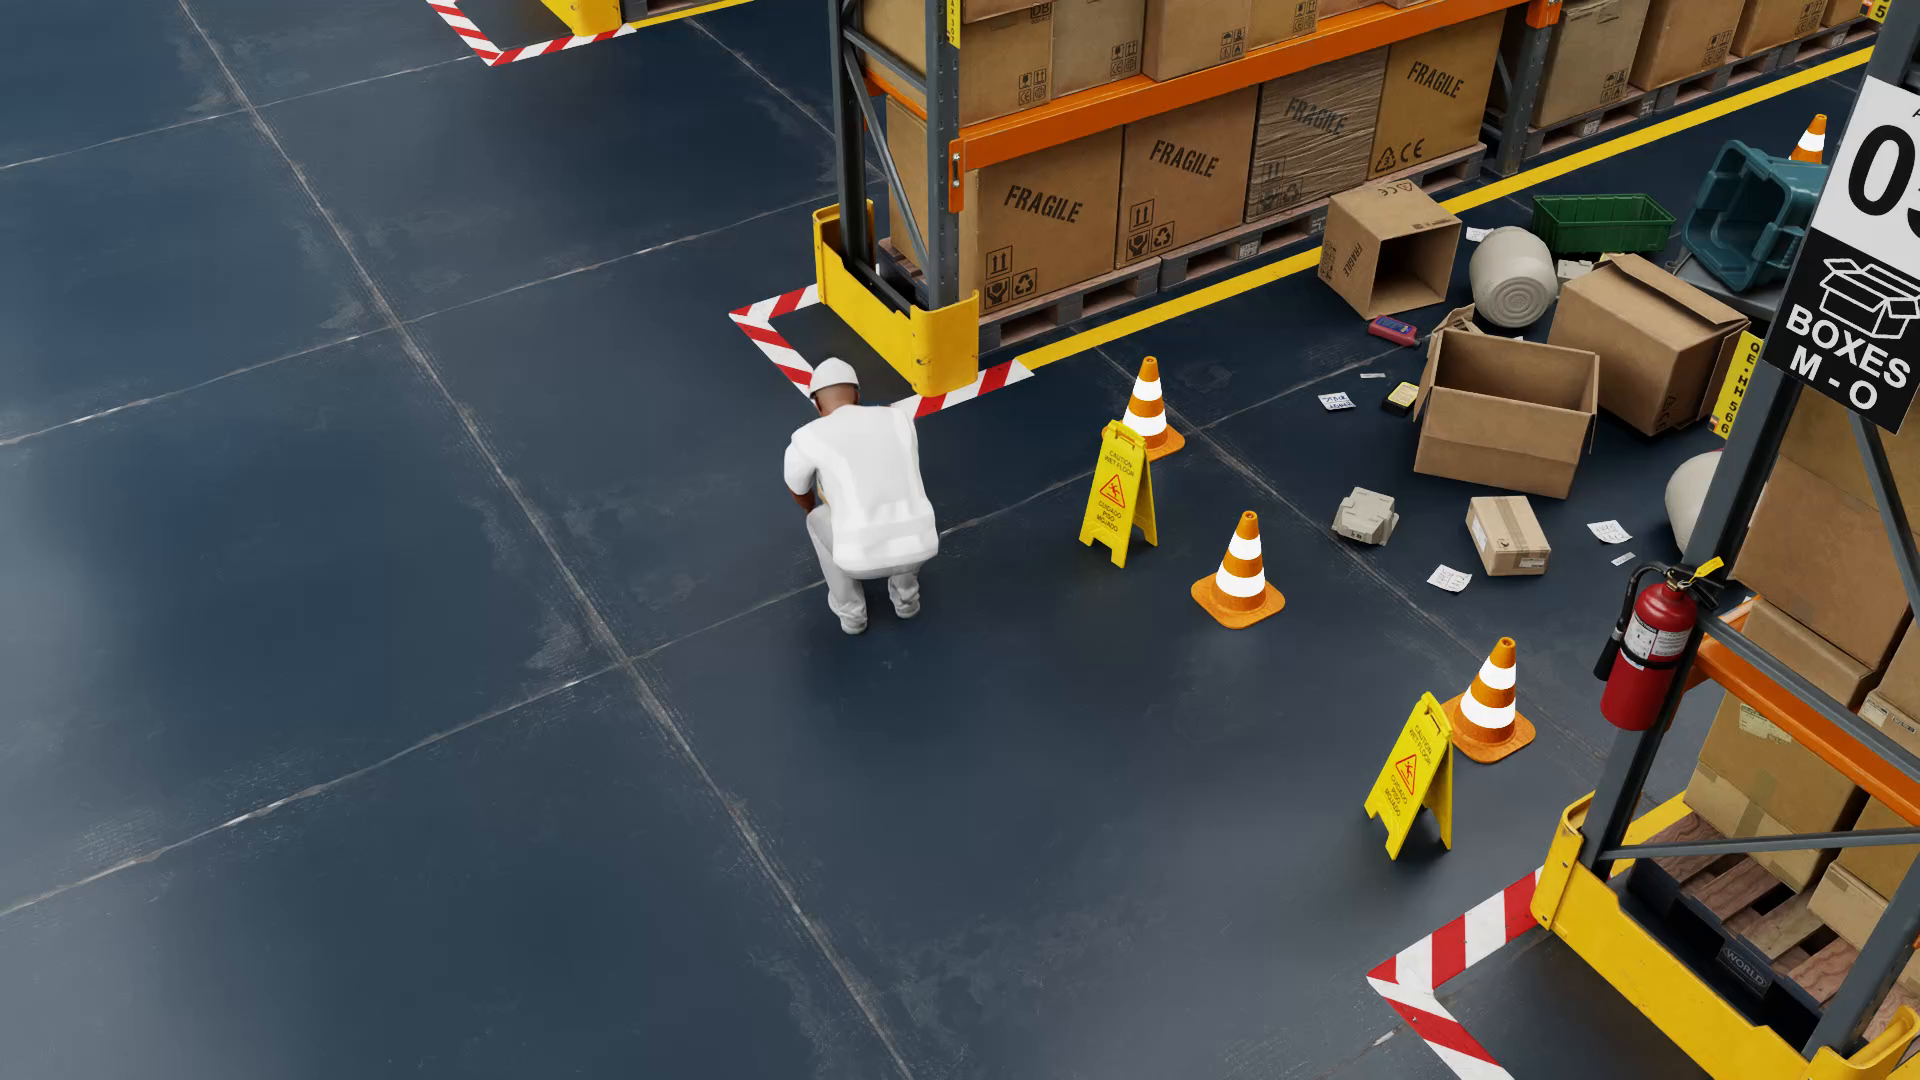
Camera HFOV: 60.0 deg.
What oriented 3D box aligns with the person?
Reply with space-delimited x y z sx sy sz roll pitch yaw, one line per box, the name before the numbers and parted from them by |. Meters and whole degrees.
person | -0.421 -0.171 6.922 0.578 1.015 0.926 -9 41 -11
